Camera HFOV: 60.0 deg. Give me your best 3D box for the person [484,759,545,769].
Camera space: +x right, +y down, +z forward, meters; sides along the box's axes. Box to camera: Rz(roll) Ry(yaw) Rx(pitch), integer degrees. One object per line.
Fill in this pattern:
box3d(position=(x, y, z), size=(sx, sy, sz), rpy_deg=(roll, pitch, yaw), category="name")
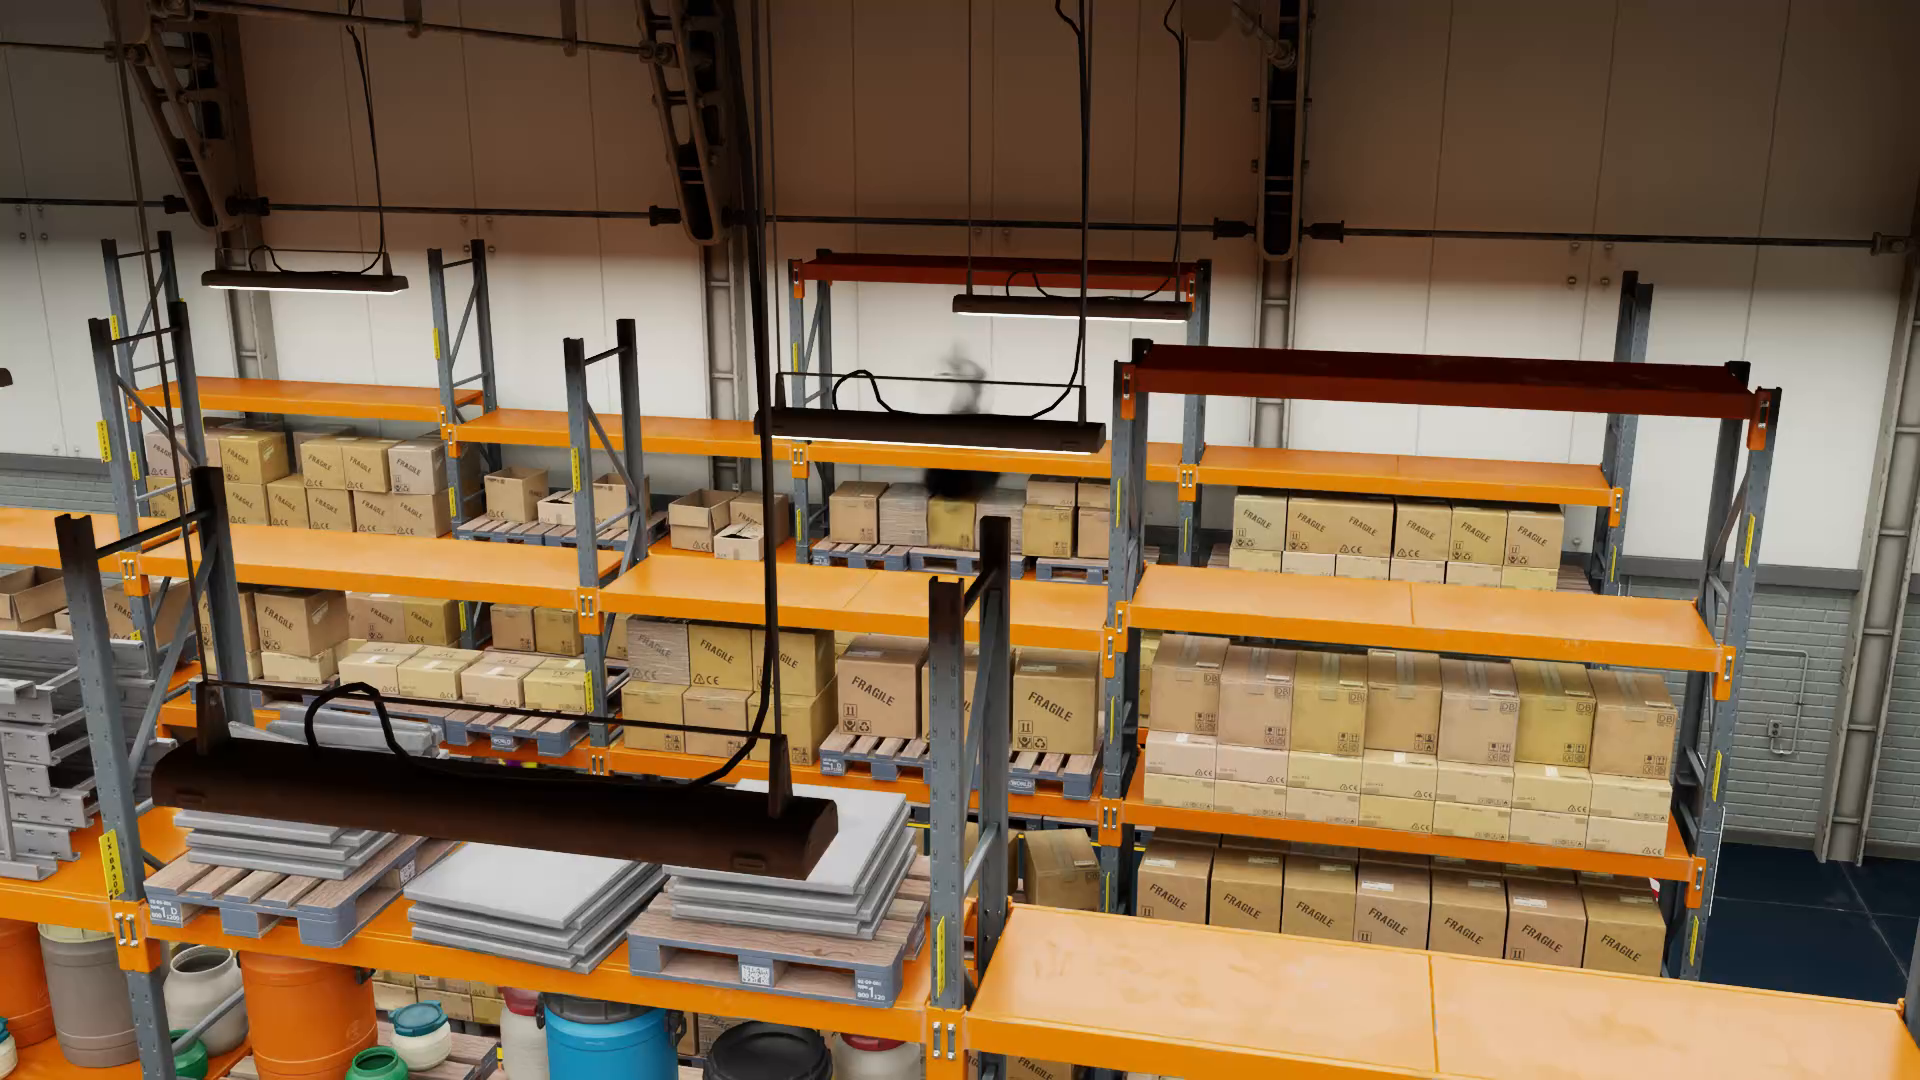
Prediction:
box3d(position=(-4.349, 2.485, 16.532), size=(0.968, 1.745, 0.710), rpy_deg=(2, 16, 7), category="person")
